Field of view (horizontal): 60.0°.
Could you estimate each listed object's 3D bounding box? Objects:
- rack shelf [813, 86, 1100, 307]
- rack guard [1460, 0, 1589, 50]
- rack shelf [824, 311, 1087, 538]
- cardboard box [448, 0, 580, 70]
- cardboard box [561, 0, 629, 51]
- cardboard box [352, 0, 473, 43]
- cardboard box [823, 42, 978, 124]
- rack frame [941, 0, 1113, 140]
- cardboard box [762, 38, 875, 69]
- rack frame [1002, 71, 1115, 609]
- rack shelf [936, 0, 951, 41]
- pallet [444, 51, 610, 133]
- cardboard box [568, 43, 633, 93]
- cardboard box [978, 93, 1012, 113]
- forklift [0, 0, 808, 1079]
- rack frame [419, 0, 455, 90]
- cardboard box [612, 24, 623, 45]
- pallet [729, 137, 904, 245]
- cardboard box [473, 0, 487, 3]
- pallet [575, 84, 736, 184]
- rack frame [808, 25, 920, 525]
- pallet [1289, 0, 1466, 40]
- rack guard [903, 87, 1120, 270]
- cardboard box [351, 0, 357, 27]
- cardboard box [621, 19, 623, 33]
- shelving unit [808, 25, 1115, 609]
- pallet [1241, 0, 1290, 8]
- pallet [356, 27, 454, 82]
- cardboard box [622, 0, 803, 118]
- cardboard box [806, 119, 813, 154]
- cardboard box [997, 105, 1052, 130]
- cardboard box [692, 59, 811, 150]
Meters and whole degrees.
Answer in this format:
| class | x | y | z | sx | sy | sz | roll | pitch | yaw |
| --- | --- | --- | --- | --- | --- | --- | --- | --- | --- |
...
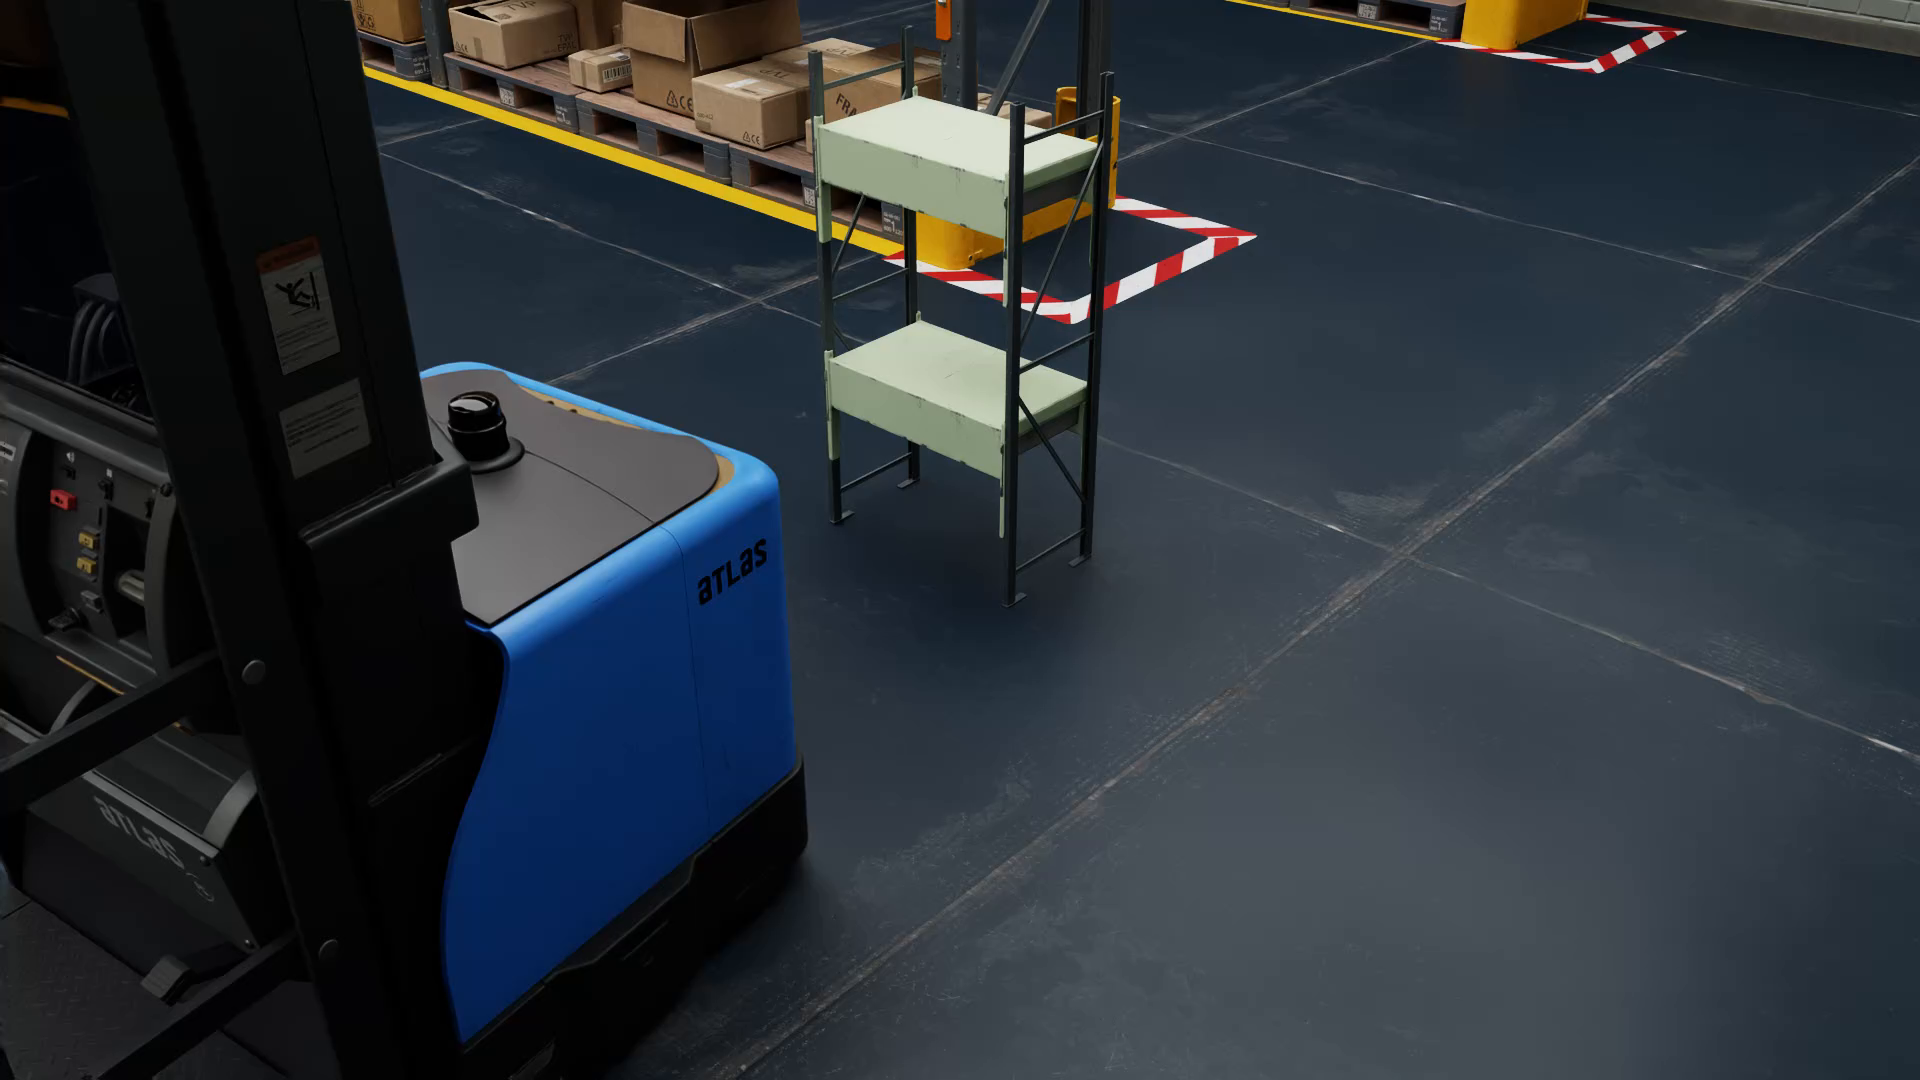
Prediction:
| class | x | y | z | sx | sy | sz | roll | pitch | yaw |
| --- | --- | --- | --- | --- | --- | --- | --- | --- | --- |
| rack shelf | -0.005 | -0.979 | 4.666 | 0.720 | 0.370 | 0.431 | 25 | 39 | 35 |
| rack guard | 3.640 | -3.509 | 10.594 | 0.348 | 0.500 | 1.175 | 25 | 39 | 35 |
| rack shelf | -0.005 | -0.366 | 5.035 | 0.720 | 0.370 | 0.431 | 25 | 39 | 35 |
| cardboard box | -2.499 | -2.885 | 9.315 | 0.500 | 0.311 | 0.500 | 25 | 39 | 35 |
| cardboard box | -2.052 | -3.106 | 9.498 | 0.500 | 0.500 | 0.500 | 25 | 39 | 35 |
| cardboard box | -3.223 | -3.256 | 9.747 | 0.500 | 0.500 | 0.500 | 25 | 39 | 35 |
| cardboard box | -0.268 | -1.904 | 7.502 | 0.500 | 0.500 | 0.500 | 25 | 39 | 35 |
| rack frame | 0.301 | -2.692 | 6.814 | 0.127 | 3.000 | 1.000 | 25 | 39 | 35 |
| cardboard box | -0.653 | -2.346 | 8.478 | 0.500 | 0.250 | 0.500 | 25 | 39 | 35 |
| rack frame | 0.266 | -0.518 | 4.657 | 0.023 | 1.500 | 0.400 | 25 | 39 | 35 |
| rack shelf | -1.182 | -3.076 | 8.150 | 4.000 | 0.370 | 1.077 | 25 | 39 | 35 |
| pallet | -2.156 | -2.644 | 9.438 | 1.213 | 0.211 | 1.003 | 25 | 39 | 35 |
| cardboard box | -1.851 | -2.528 | 8.861 | 0.250 | 0.166 | 0.380 | 25 | 39 | 35 |
| cardboard box | 0.036 | -2.030 | 8.034 | 0.250 | 0.166 | 0.380 | 25 | 39 | 35 |
| forklift | -1.601 | -0.005 | 2.417 | 1.130 | 2.935 | 3.031 | 19 | 36 | 29 |
| rack frame | -2.665 | -4.077 | 9.114 | 0.127 | 3.000 | 1.000 | 25 | 39 | 35 |
| cardboard box | -1.734 | -2.848 | 9.411 | 0.250 | 0.149 | 0.380 | 25 | 39 | 35 |
| pallet | -0.347 | -1.800 | 8.035 | 1.213 | 0.211 | 1.003 | 25 | 39 | 35 |
| cardboard box | -2.860 | -3.455 | 10.078 | 0.500 | 0.500 | 0.500 | 23 | 38 | 33 |
| pallet | -1.248 | -2.222 | 8.736 | 1.213 | 0.211 | 1.003 | 25 | 39 | 35 |
| rack frame | -0.276 | -0.772 | 5.077 | 0.023 | 1.500 | 0.400 | 25 | 39 | 35 |
| pallet | 2.977 | -3.640 | 11.092 | 1.213 | 0.211 | 1.003 | 25 | 39 | 35 |
| rack guard | 0.244 | -1.648 | 7.503 | 0.348 | 0.500 | 1.175 | 25 | 39 | 35 |
| cardboard box | -3.584 | -3.430 | 10.036 | 0.500 | 0.500 | 0.500 | 25 | 39 | 35 |
| cardboard box | -1.496 | -2.765 | 9.115 | 0.500 | 0.311 | 0.500 | 25 | 39 | 35 |
| shelving unit | -0.005 | -0.645 | 4.867 | 0.755 | 1.500 | 0.431 | 25 | 39 | 35 |
| pallet | 2.076 | -4.062 | 11.794 | 1.213 | 0.211 | 1.003 | 25 | 39 | 35 |
| pallet | -3.293 | -3.149 | 10.277 | 1.213 | 0.211 | 1.003 | 25 | 39 | 35 |
| cardboard box | -1.269 | -2.548 | 8.567 | 0.637 | 0.503 | 0.797 | 25 | 39 | 35 |
| cardboard box | -0.508 | -1.936 | 7.878 | 0.250 | 0.166 | 0.380 | 25 | 39 | 35 |
| cardboard box | 0.221 | -1.936 | 7.895 | 0.250 | 0.149 | 0.380 | 25 | 39 | 35 |
| cardboard box | -0.952 | -2.137 | 8.131 | 0.500 | 0.250 | 0.500 | 25 | 39 | 35 |
